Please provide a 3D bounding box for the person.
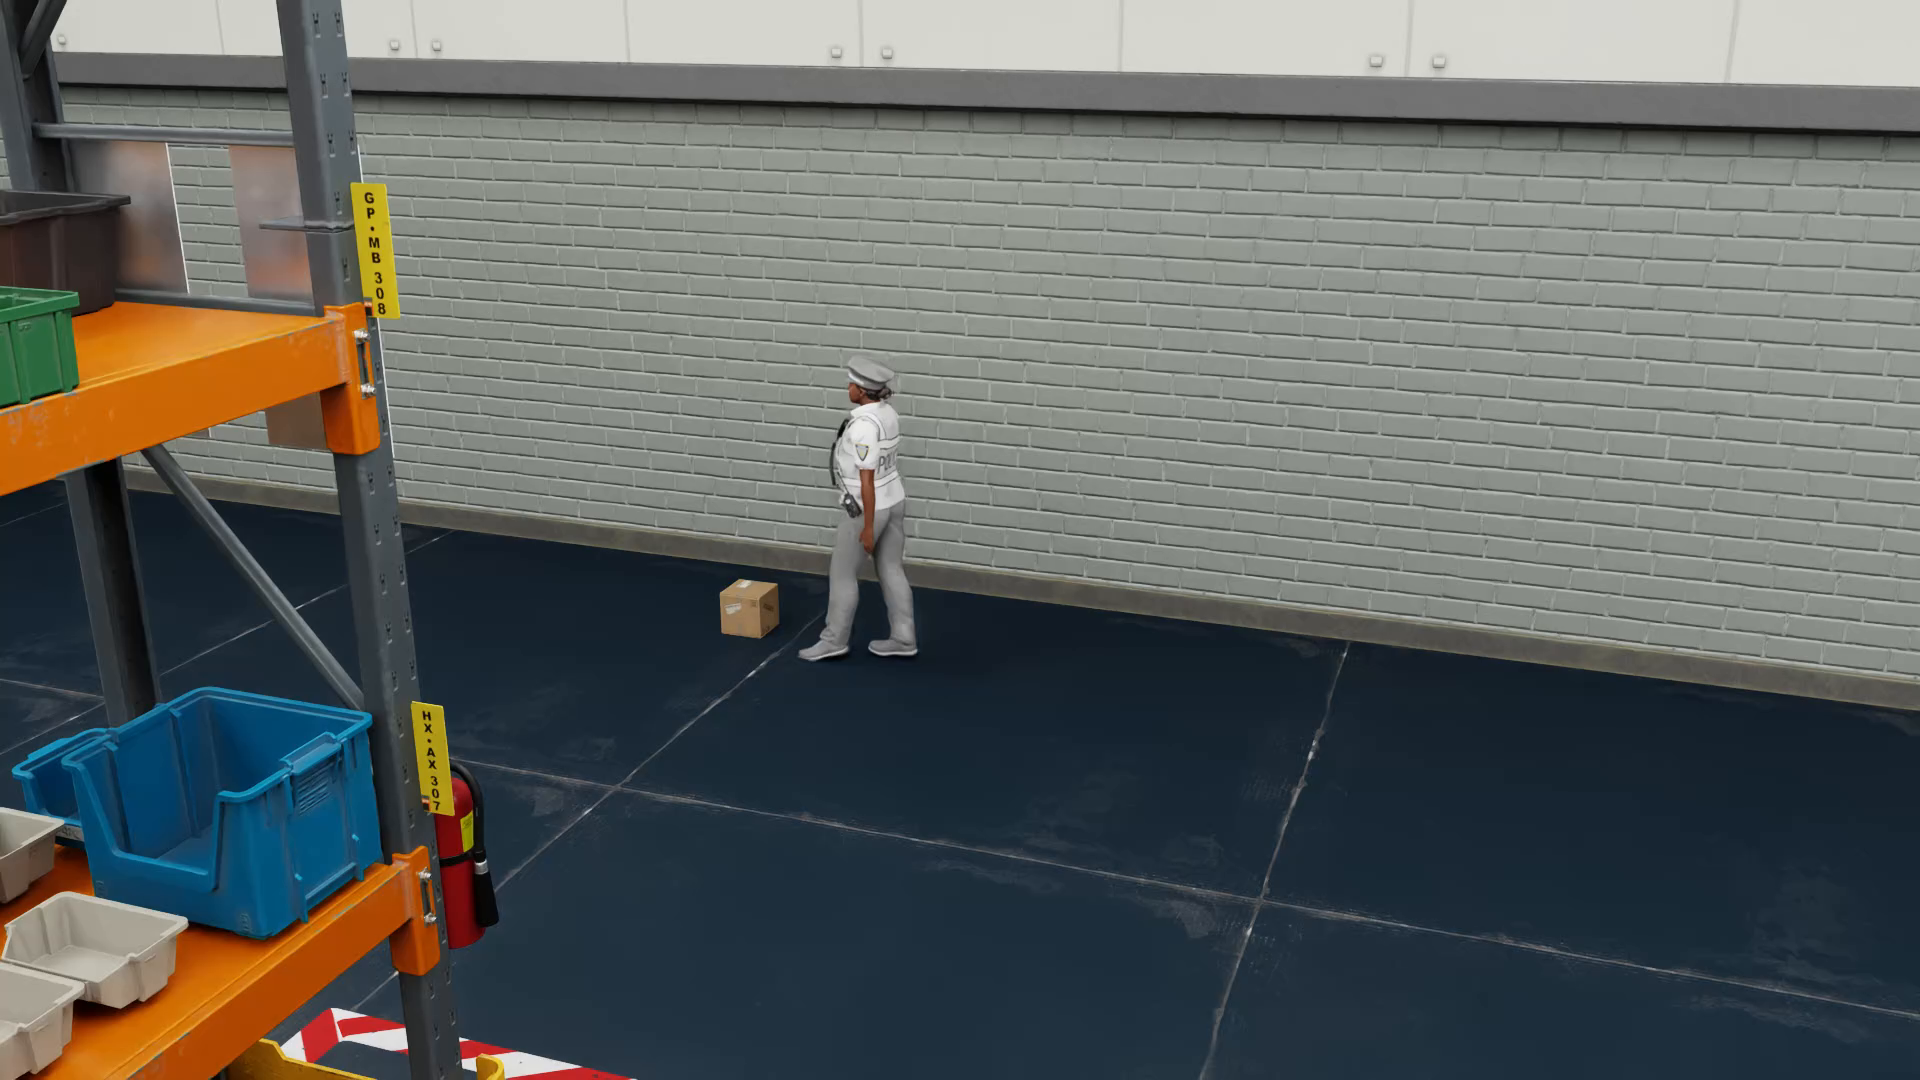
[{"bbox_3d":[-0.537,-0.164,9.007,0.637,1.708,0.463,8,20,23],"label":"person"}]
